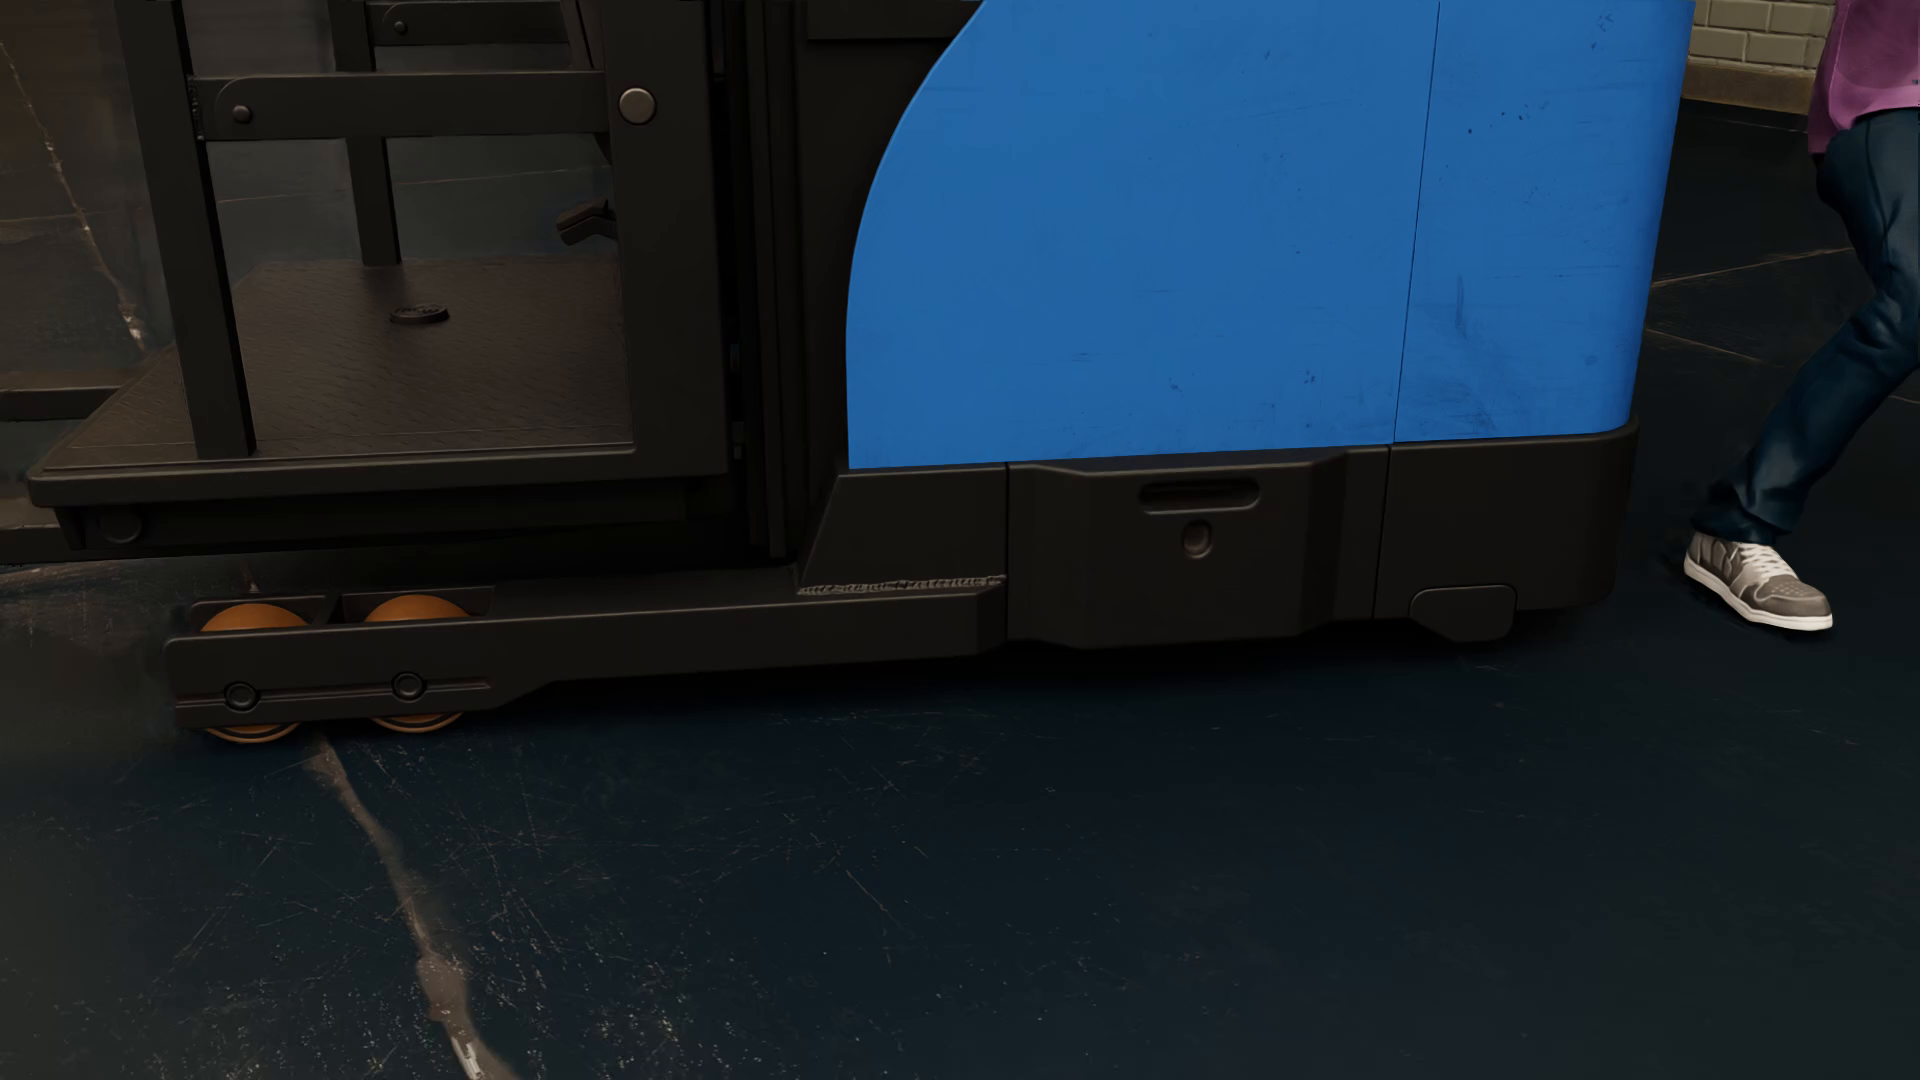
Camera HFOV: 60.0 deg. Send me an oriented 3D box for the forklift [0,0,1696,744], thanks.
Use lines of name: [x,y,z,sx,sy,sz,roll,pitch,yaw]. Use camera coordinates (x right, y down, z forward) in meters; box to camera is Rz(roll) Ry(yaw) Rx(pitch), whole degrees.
forklift: [-0.654,-1.322,1.995,3.031,2.935,1.130,-3,22,-7]

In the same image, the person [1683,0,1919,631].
person: [1.479,-0.598,2.300,0.854,1.361,0.669,-7,23,-18]
